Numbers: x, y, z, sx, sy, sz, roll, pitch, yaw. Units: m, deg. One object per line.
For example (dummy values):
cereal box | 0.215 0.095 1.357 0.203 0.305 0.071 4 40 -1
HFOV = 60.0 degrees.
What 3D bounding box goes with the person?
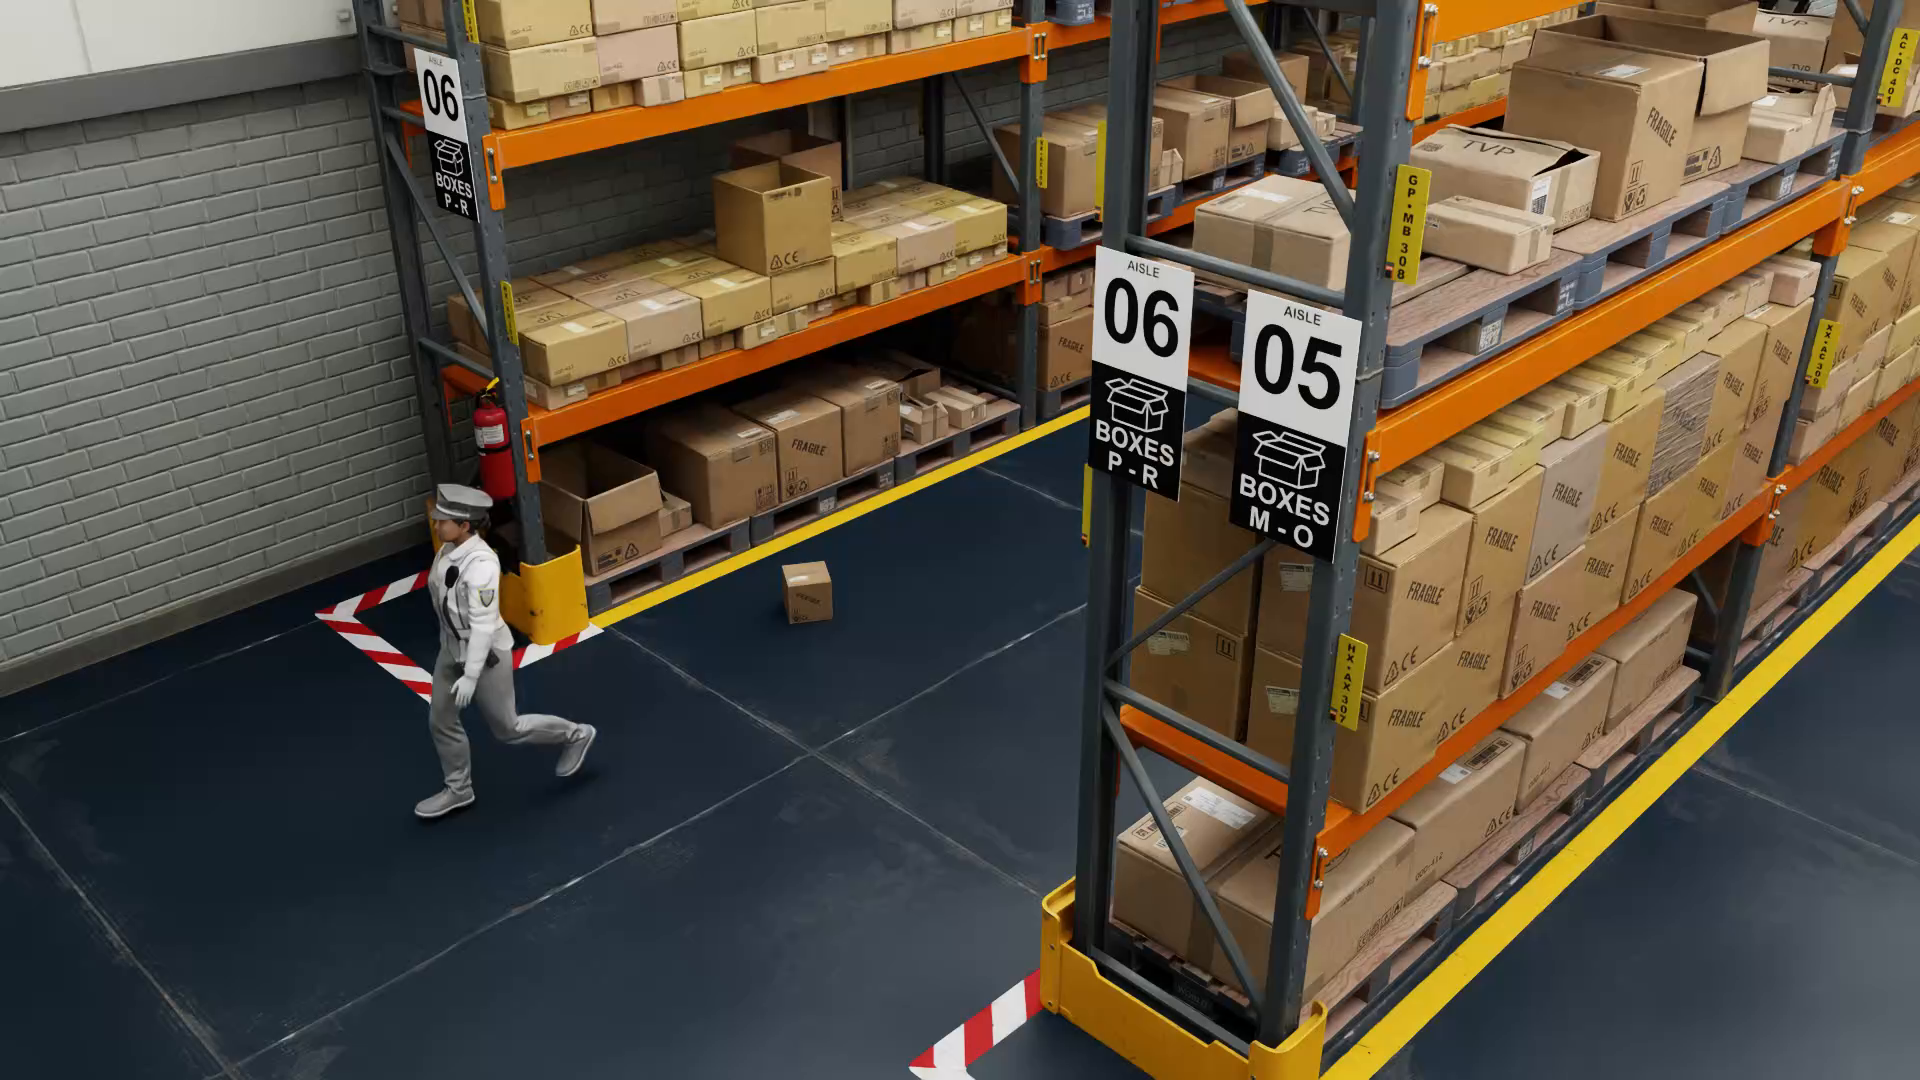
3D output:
person | -2.177 0.488 7.641 0.872 1.647 0.484 -21 34 -34
